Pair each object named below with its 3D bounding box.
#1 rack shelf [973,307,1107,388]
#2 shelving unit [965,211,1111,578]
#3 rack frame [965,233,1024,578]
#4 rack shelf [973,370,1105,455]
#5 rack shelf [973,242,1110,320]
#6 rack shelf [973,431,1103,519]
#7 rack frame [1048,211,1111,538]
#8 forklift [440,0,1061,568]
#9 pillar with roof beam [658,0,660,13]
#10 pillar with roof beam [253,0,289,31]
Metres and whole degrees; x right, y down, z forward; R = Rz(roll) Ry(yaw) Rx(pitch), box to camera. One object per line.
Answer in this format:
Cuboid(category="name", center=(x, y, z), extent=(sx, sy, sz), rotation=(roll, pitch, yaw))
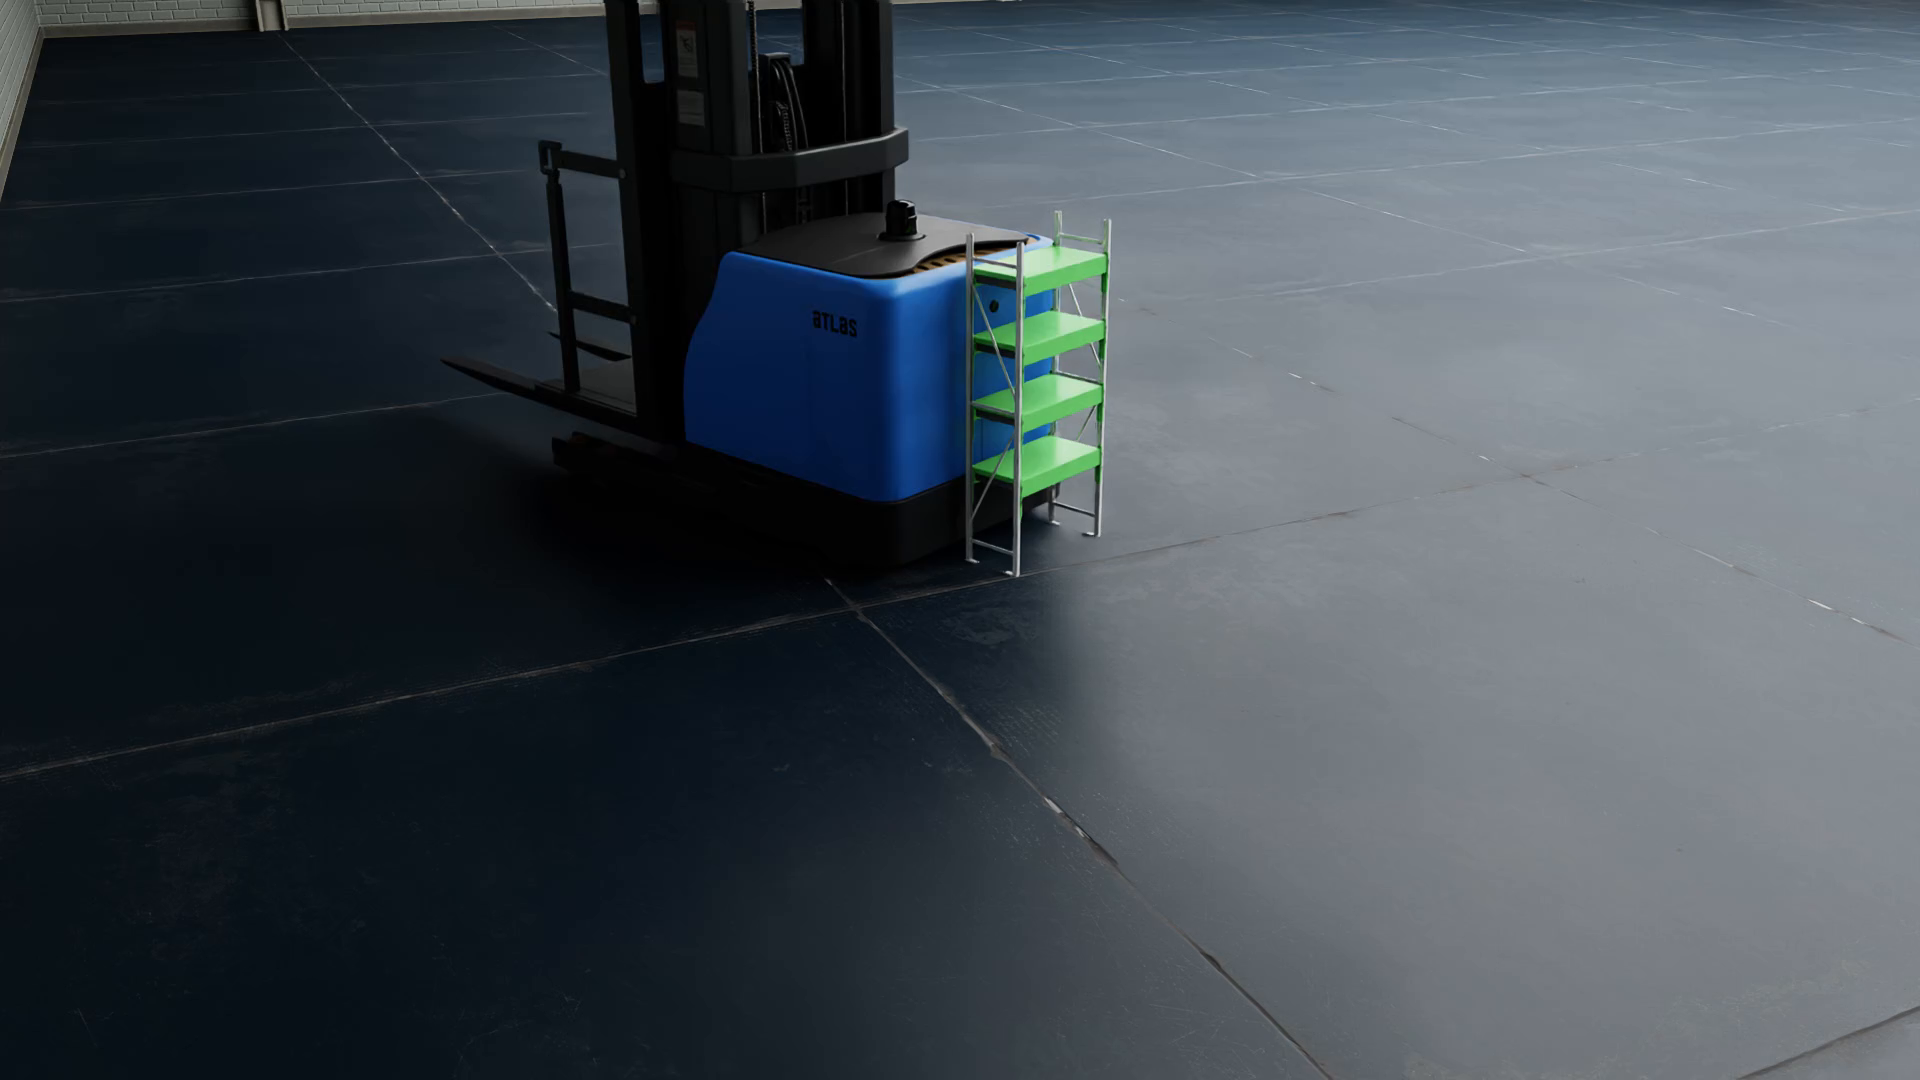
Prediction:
Cuboid(category="rack shelf", center=(0.275, -0.685, 5.876), extent=(0.258, 0.148, 0.480), rotation=(18, 29, 37))
Cuboid(category="shelving unit", center=(0.275, -0.523, 5.944), extent=(0.258, 1.200, 0.503), rotation=(18, 29, 37))
Cuboid(category="rack frame", center=(0.116, -0.452, 5.772), extent=(0.240, 1.200, 0.015), rotation=(18, 29, 37))
Cuboid(category="rack shelf", center=(0.275, -0.464, 5.968), extent=(0.258, 0.148, 0.480), rotation=(18, 29, 37))
Cuboid(category="rack shelf", center=(0.275, -0.907, 5.785), extent=(0.258, 0.148, 0.480), rotation=(18, 29, 37))
Cuboid(category="rack shelf", center=(0.275, -0.242, 6.060), extent=(0.258, 0.148, 0.480), rotation=(18, 29, 37))
Cuboid(category="rack frame", center=(0.434, -0.593, 6.115), extent=(0.240, 1.200, 0.015), rotation=(18, 29, 37))
Cuboid(category="forklift", center=(-1.052, -1.706, 6.539), extent=(3.031, 2.935, 1.130), rotation=(18, 29, 37))
Cuboid(category="pillar with roof beam", center=(-2.704, -11.081, 21.254), extent=(0.400, 9.000, 9.100), rotation=(-10, 25, -24))
Cuboid(category="pillar with roof beam", center=(-8.111, -10.086, 18.850), extent=(0.400, 9.000, 9.100), rotation=(-10, 25, -24))
